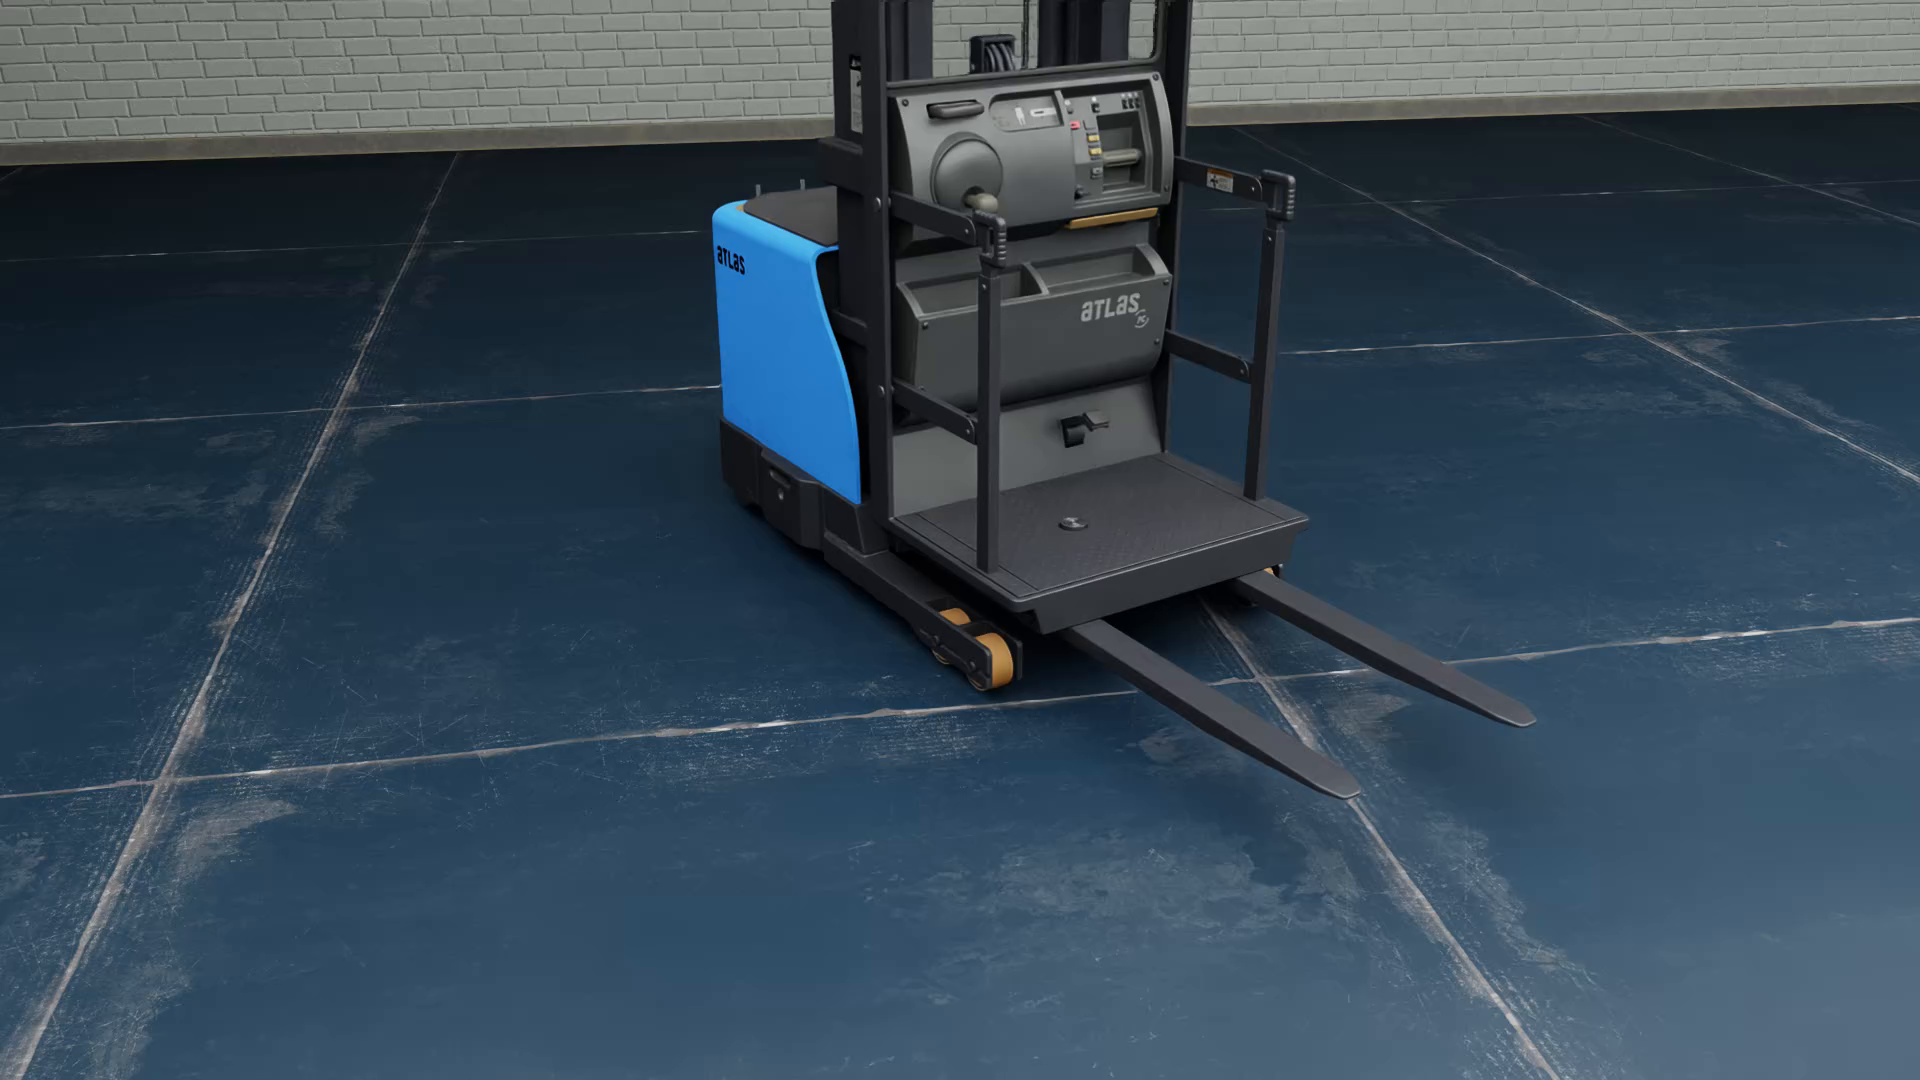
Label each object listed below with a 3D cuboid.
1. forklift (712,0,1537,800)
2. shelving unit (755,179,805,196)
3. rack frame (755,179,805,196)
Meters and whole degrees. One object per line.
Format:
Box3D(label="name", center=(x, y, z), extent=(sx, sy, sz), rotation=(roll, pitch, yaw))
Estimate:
Box3D(label="forklift", center=(0.349, -1.125, 4.664), extent=(1.130, 2.935, 3.031), rotation=(-14, 27, -30))
Box3D(label="shelving unit", center=(-0.600, -0.803, 6.276), extent=(0.215, 1.050, 0.252), rotation=(-14, 27, -30))
Box3D(label="rack frame", center=(-0.666, -0.844, 6.370), extent=(0.200, 1.050, 0.008), rotation=(-14, 27, -30))
